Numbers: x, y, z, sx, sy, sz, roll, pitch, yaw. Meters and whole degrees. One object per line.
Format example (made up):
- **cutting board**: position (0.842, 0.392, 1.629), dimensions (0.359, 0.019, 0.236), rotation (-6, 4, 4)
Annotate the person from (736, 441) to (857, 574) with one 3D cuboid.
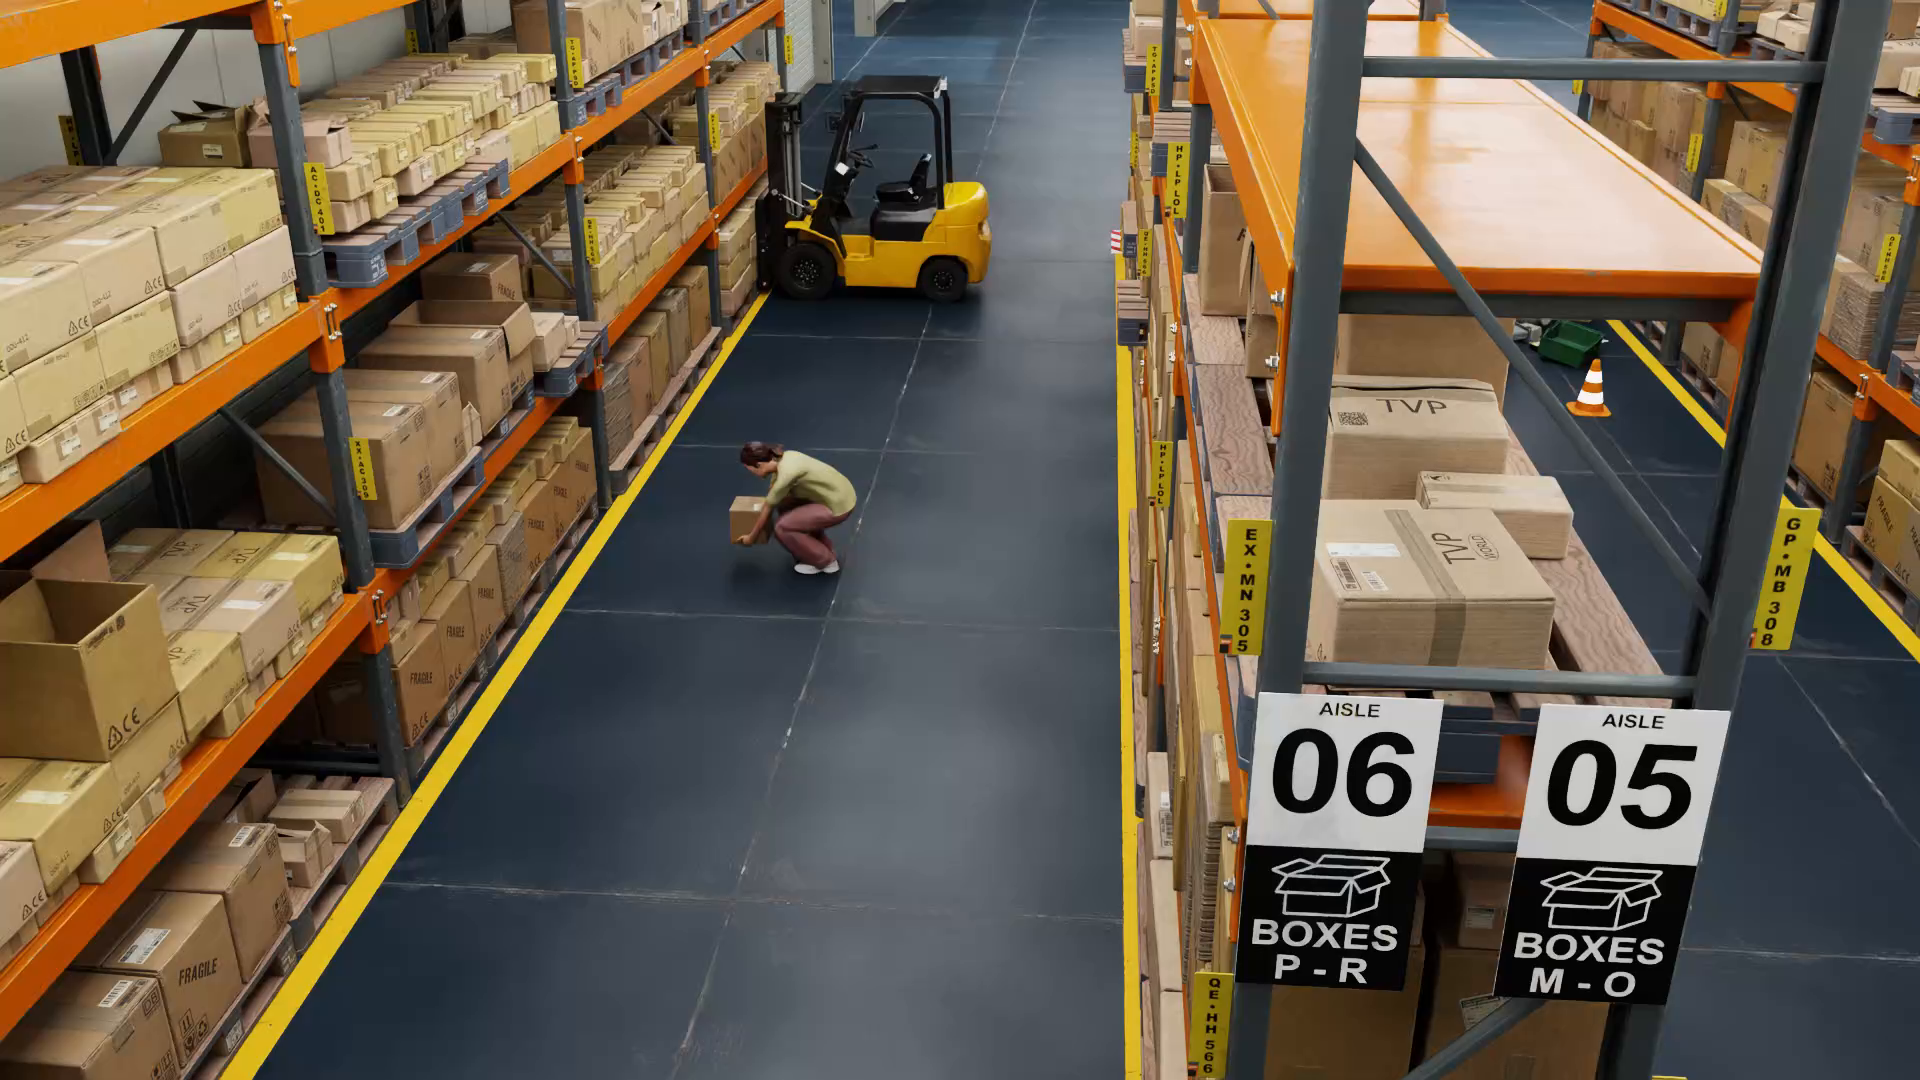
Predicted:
- **person**: position (-1.122, -0.249, 11.436), dimensions (0.824, 0.935, 0.451), rotation (1, 25, 3)
